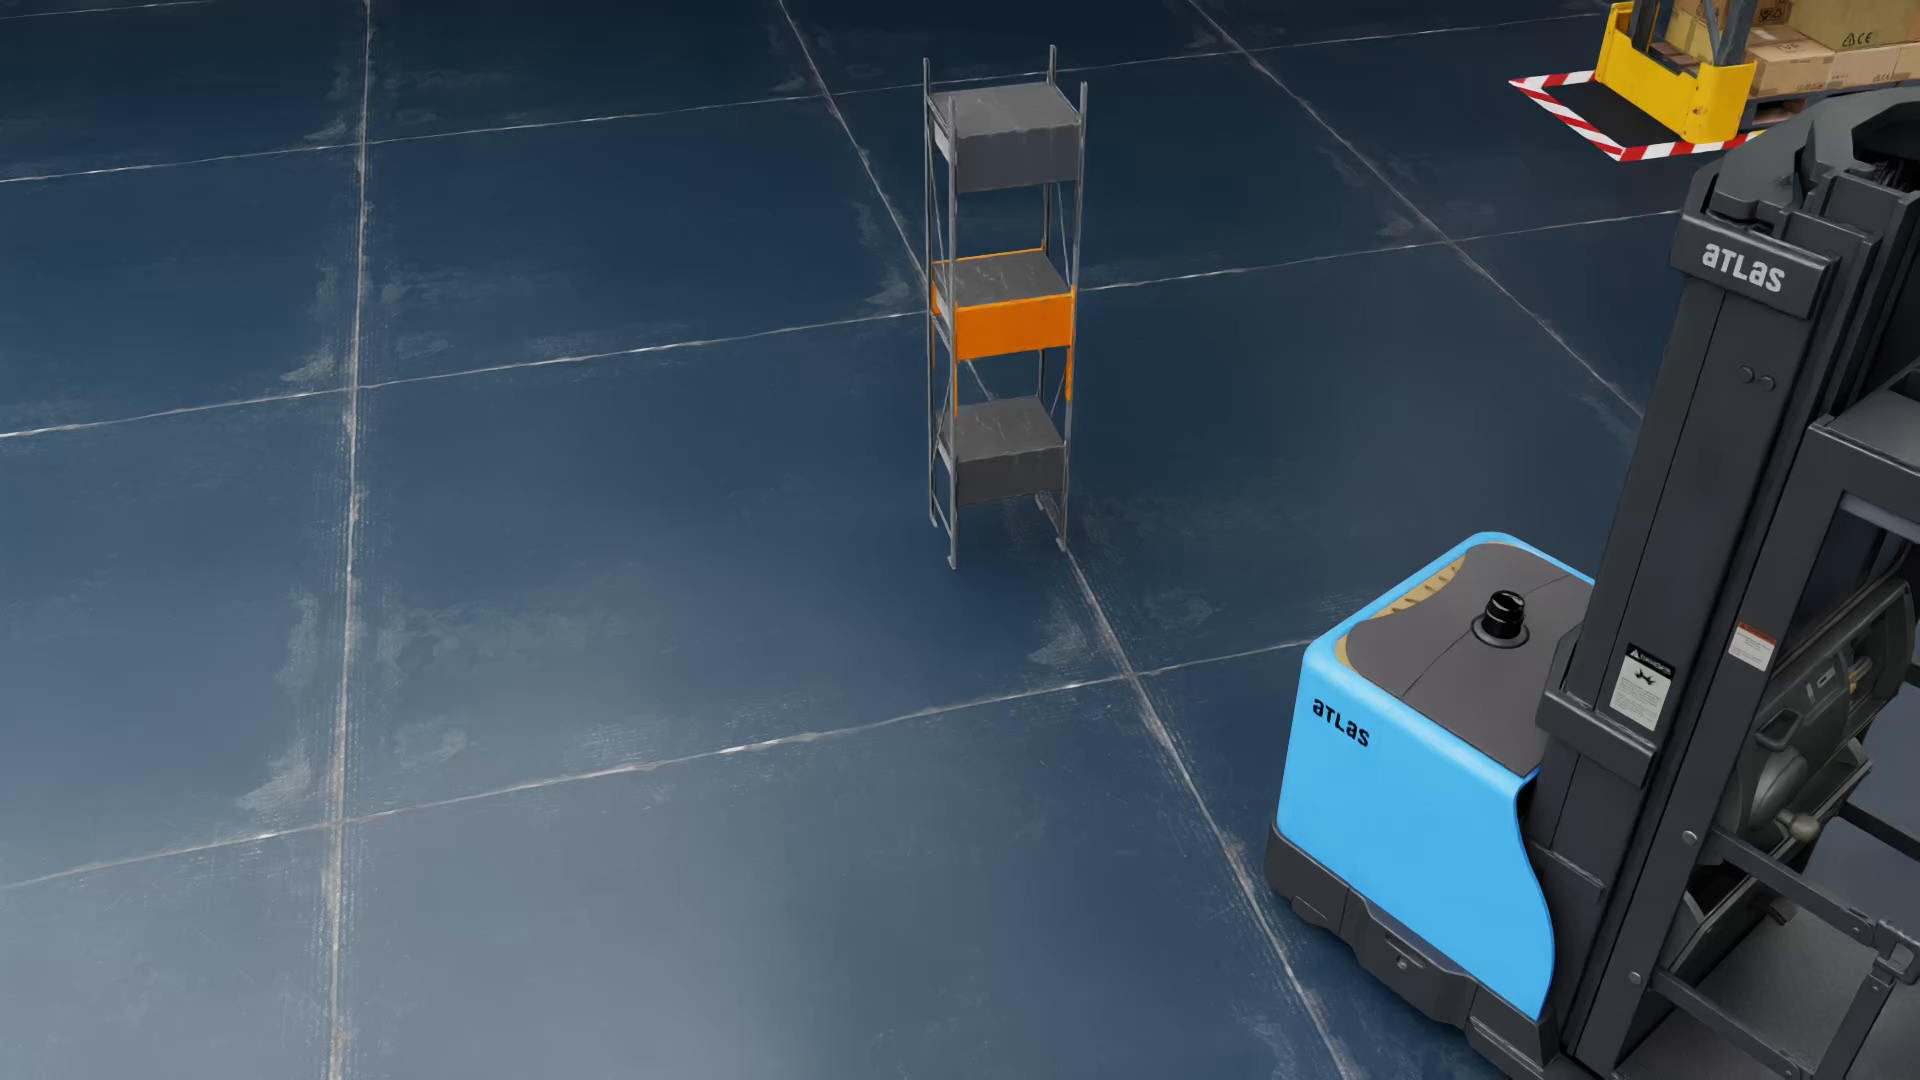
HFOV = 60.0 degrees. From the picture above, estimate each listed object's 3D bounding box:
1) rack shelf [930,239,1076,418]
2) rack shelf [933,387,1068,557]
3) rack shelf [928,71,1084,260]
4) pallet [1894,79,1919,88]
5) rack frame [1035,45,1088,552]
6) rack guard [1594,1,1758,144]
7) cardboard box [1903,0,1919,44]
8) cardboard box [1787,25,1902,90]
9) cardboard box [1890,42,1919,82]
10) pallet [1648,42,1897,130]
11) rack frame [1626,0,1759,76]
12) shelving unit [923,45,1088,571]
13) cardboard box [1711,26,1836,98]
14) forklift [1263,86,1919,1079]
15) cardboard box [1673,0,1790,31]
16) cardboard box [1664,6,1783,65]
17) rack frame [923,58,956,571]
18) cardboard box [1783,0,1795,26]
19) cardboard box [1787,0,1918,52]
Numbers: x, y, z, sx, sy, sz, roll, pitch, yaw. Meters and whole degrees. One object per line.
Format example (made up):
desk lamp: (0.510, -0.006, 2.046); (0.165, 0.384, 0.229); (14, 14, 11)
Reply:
rack shelf: (0.160, -0.849, 6.655); (0.480, 0.518, 0.431); (-9, 38, -12)
rack shelf: (0.160, -0.293, 7.080); (0.480, 0.518, 0.431); (-9, 38, -12)
rack shelf: (0.160, -1.405, 6.229); (0.480, 0.518, 0.431); (-9, 38, -12)
pallet: (6.569, -3.291, 11.378); (1.213, 0.211, 1.003); (-9, 38, -12)
rack frame: (0.395, -0.899, 6.697); (0.015, 2.100, 0.400); (-9, 38, -12)
rack guard: (4.643, -3.065, 10.845); (0.348, 0.500, 1.175); (-9, 38, -12)
cardboard box: (6.204, -3.555, 10.729); (0.500, 0.500, 0.500); (-9, 38, -12)
cardboard box: (5.724, -3.172, 10.845); (0.500, 0.250, 0.500); (-9, 38, -12)
cardboard box: (6.207, -3.251, 10.948); (0.500, 0.250, 0.500); (-9, 38, -12)
pallet: (5.394, -3.099, 11.128); (1.213, 0.211, 1.003); (-9, 38, -12)
rack frame: (4.666, -4.061, 10.090); (0.127, 3.000, 1.000); (-9, 38, -12)
shelving unit: (0.160, -0.860, 6.646); (0.503, 2.100, 0.431); (-9, 38, -12)
cardboard box: (5.242, -3.090, 10.739); (0.500, 0.250, 0.500); (-9, 38, -12)
forklift: (2.377, 0.503, 4.180); (1.130, 2.935, 3.031); (-28, 45, -31)
cardboard box: (5.107, -3.693, 10.910); (0.500, 0.500, 0.500); (-9, 38, -12)
cardboard box: (5.107, -3.394, 11.136); (0.500, 0.250, 0.500); (-9, 38, -12)
rack frame: (-0.076, -0.822, 6.596); (0.015, 2.100, 0.400); (-9, 38, -12)
cardboard box: (5.587, -3.480, 11.248); (0.500, 0.250, 0.500); (-9, 38, -12)
cardboard box: (5.724, -3.469, 10.616); (0.500, 0.500, 0.500); (-9, 38, -12)
